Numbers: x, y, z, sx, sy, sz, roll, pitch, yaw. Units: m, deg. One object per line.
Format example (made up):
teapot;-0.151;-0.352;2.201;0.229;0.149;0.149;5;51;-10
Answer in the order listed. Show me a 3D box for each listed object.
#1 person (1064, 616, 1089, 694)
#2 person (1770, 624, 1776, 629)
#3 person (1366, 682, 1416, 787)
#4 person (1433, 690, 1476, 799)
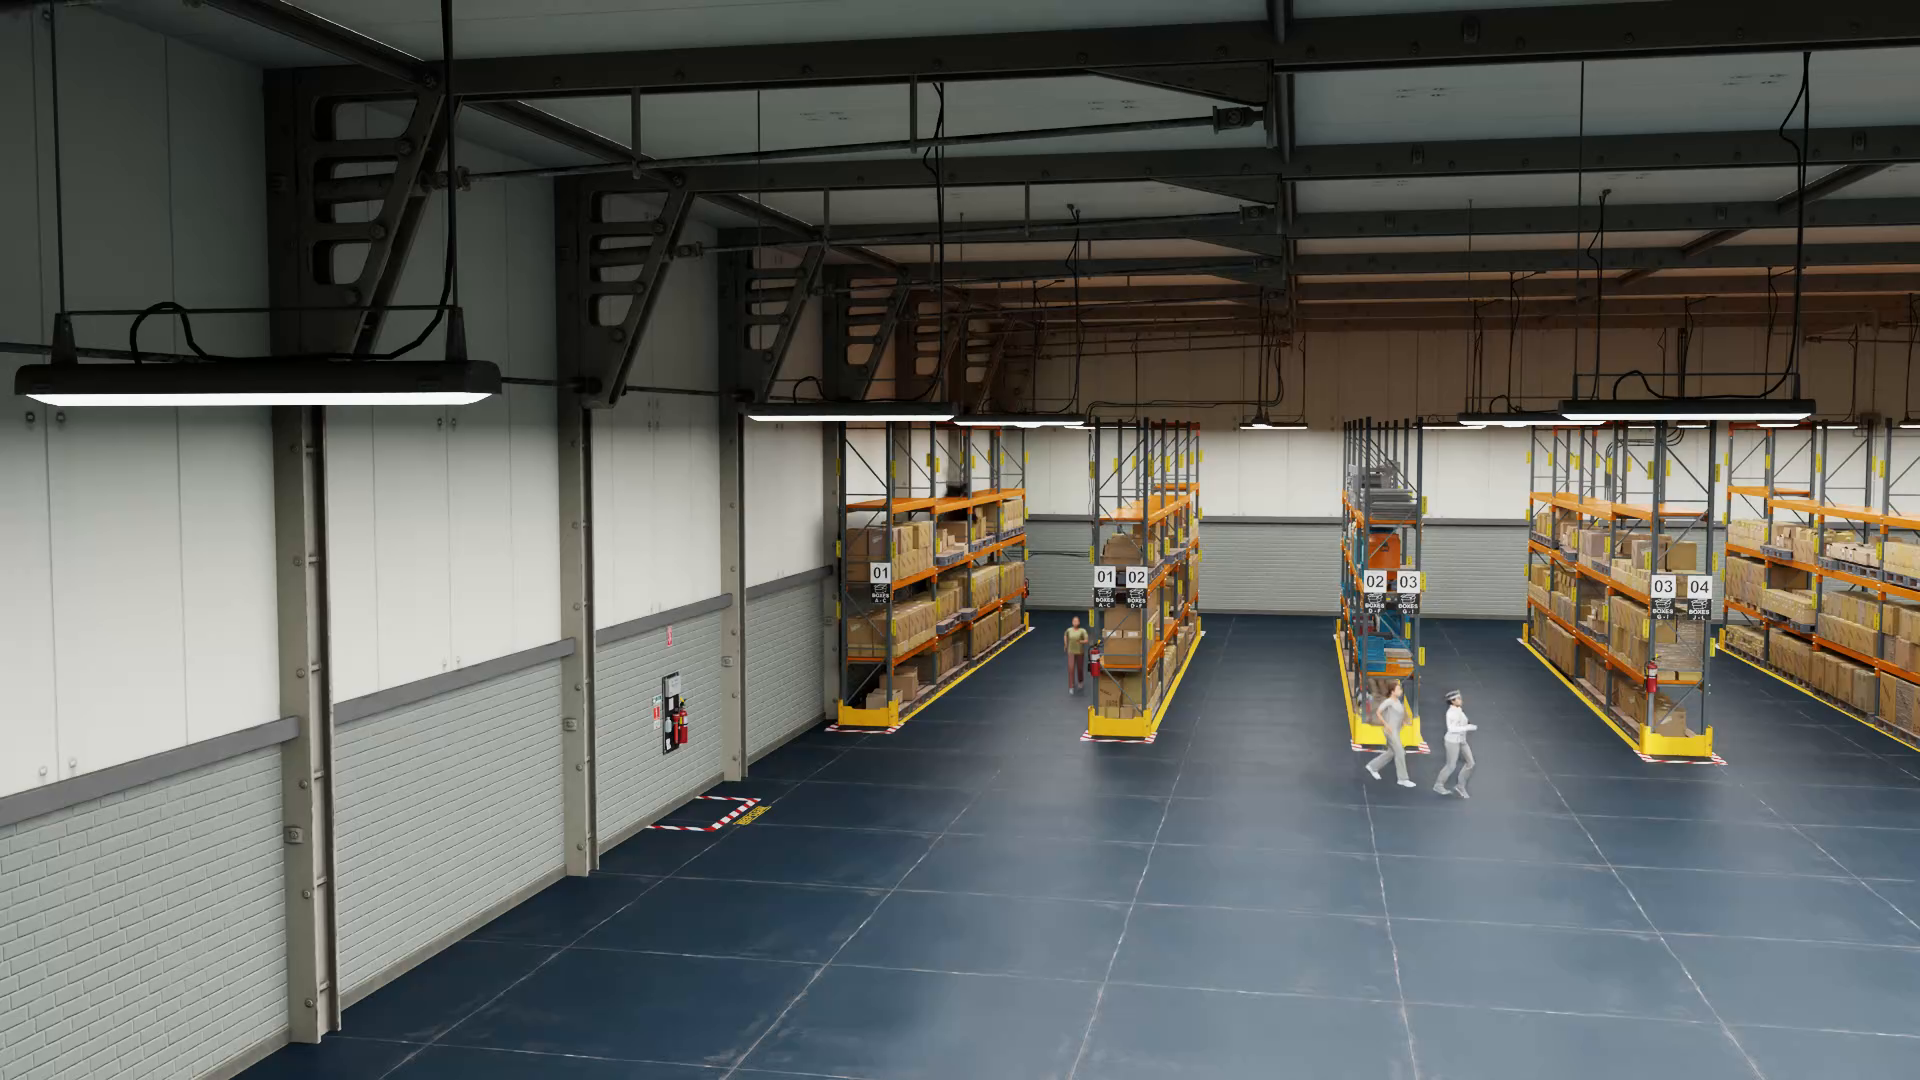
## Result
person;2.546;2.495;36.476;0.573;1.659;0.964;1;4;11
person;21.876;2.045;44.814;0.553;1.531;0.542;-2;4;-28
person;6.986;3.128;26.936;0.877;1.659;0.581;3;4;34
person;7.757;3.193;25.976;0.684;1.734;0.592;3;5;38
